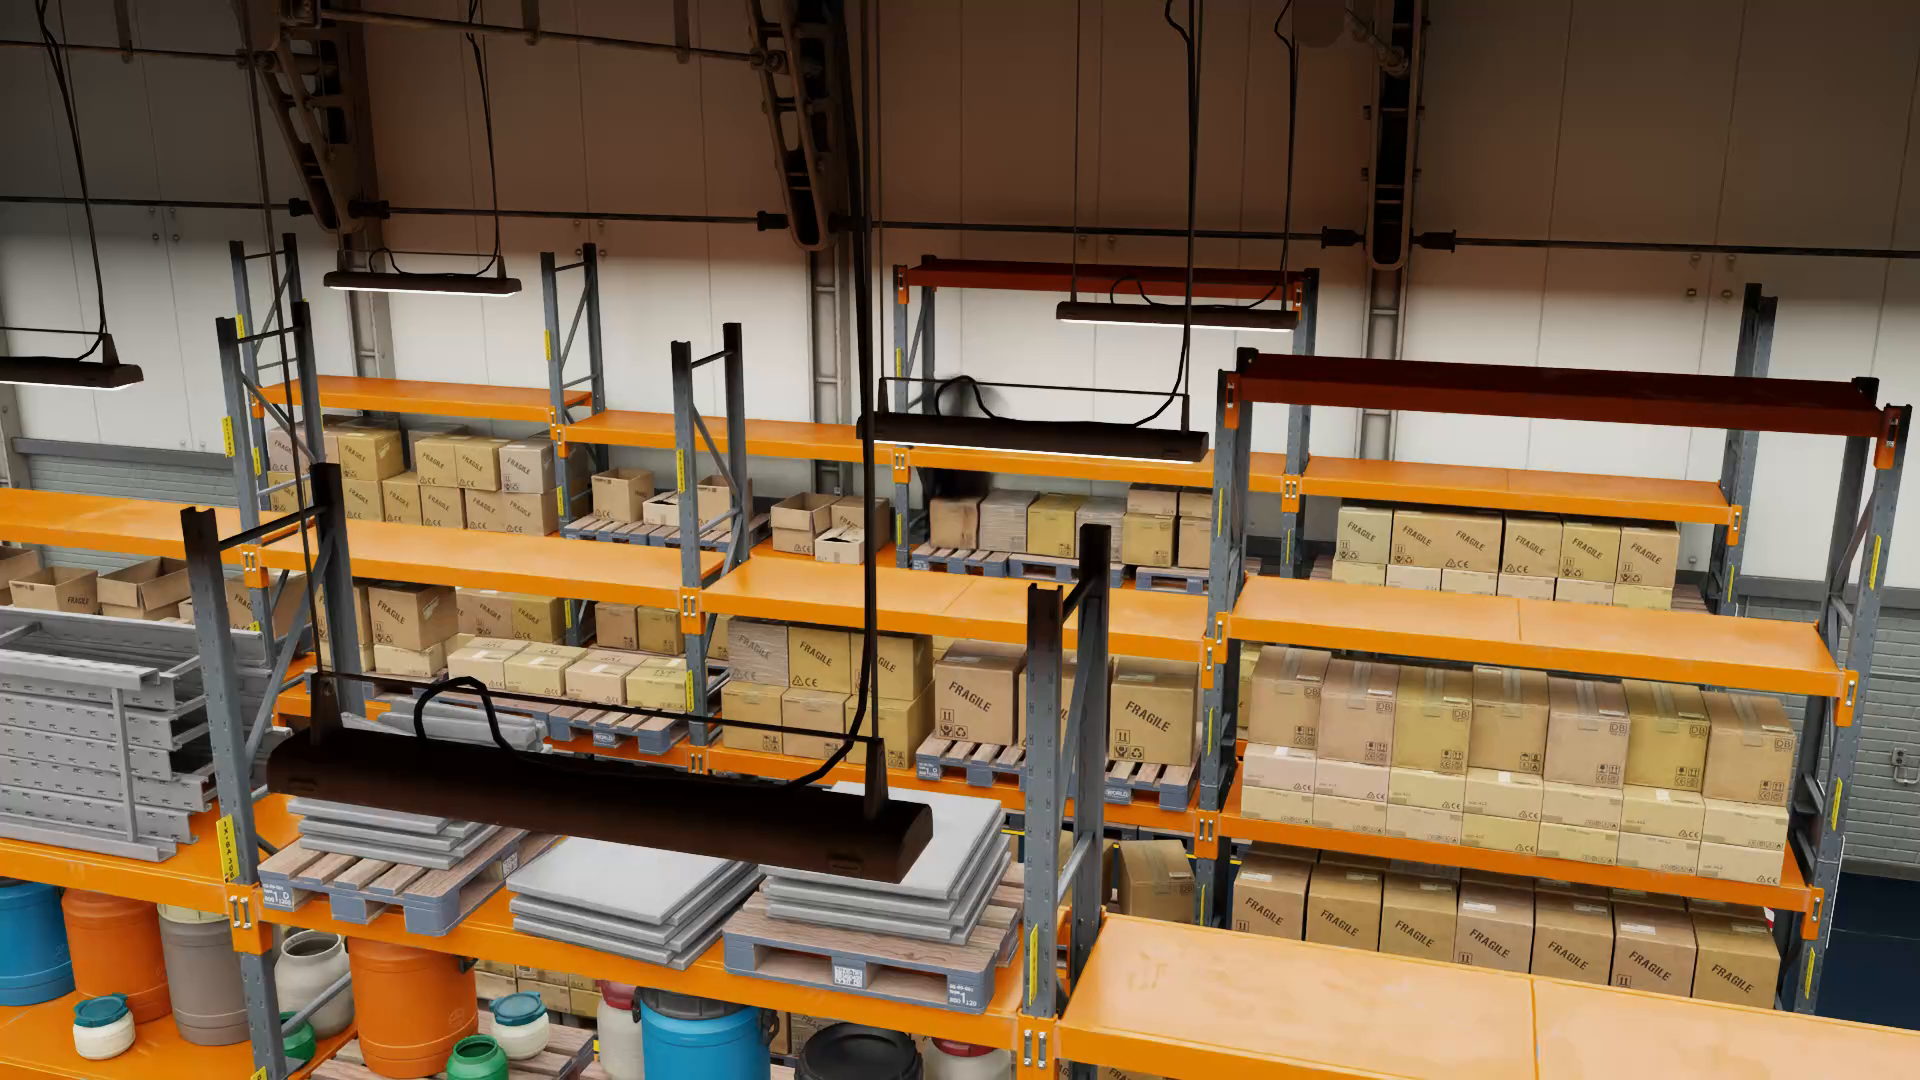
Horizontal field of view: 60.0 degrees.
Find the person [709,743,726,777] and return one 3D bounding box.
[{"bbox_3d":[-2.435,2.727,16.644,0.775,1.558,0.578,-7,18,-23],"label":"person"}]
